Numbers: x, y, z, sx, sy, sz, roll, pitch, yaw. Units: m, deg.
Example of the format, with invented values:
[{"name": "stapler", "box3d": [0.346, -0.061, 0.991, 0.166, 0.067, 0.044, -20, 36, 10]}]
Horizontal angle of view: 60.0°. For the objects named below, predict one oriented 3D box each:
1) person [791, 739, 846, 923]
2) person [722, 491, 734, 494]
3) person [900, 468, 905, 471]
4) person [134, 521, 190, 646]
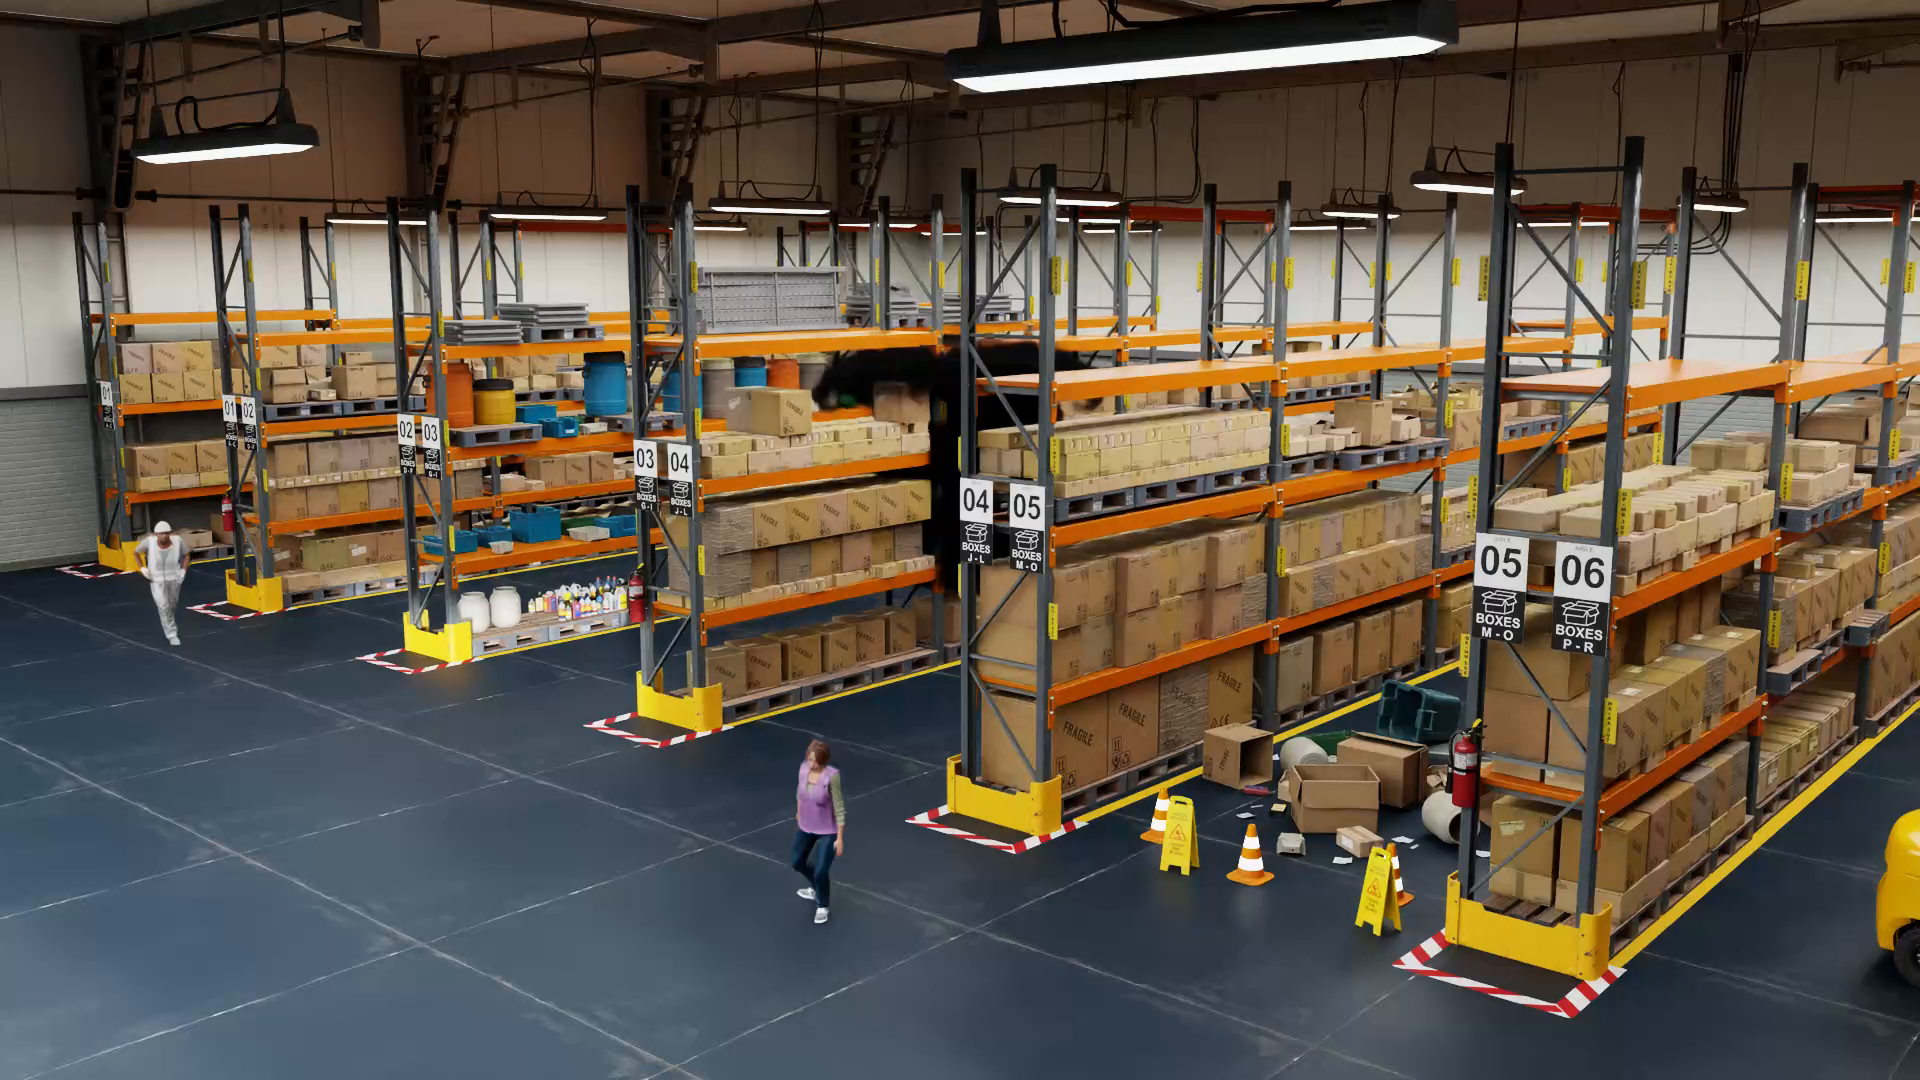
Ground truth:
[{"name": "person", "box3d": [-1.104, 2.265, 13.135, 0.667, 1.509, 0.586, 5, 11, 28]}, {"name": "person", "box3d": [-3.199, 0.205, 23.236, 0.646, 1.819, 0.912, 6, 11, 31]}, {"name": "person", "box3d": [-0.880, -1.081, 32.590, 0.609, 1.772, 0.834, 8, 13, 41]}, {"name": "person", "box3d": [-10.968, 0.553, 22.915, 0.697, 1.728, 1.011, -5, 10, -25]}]
